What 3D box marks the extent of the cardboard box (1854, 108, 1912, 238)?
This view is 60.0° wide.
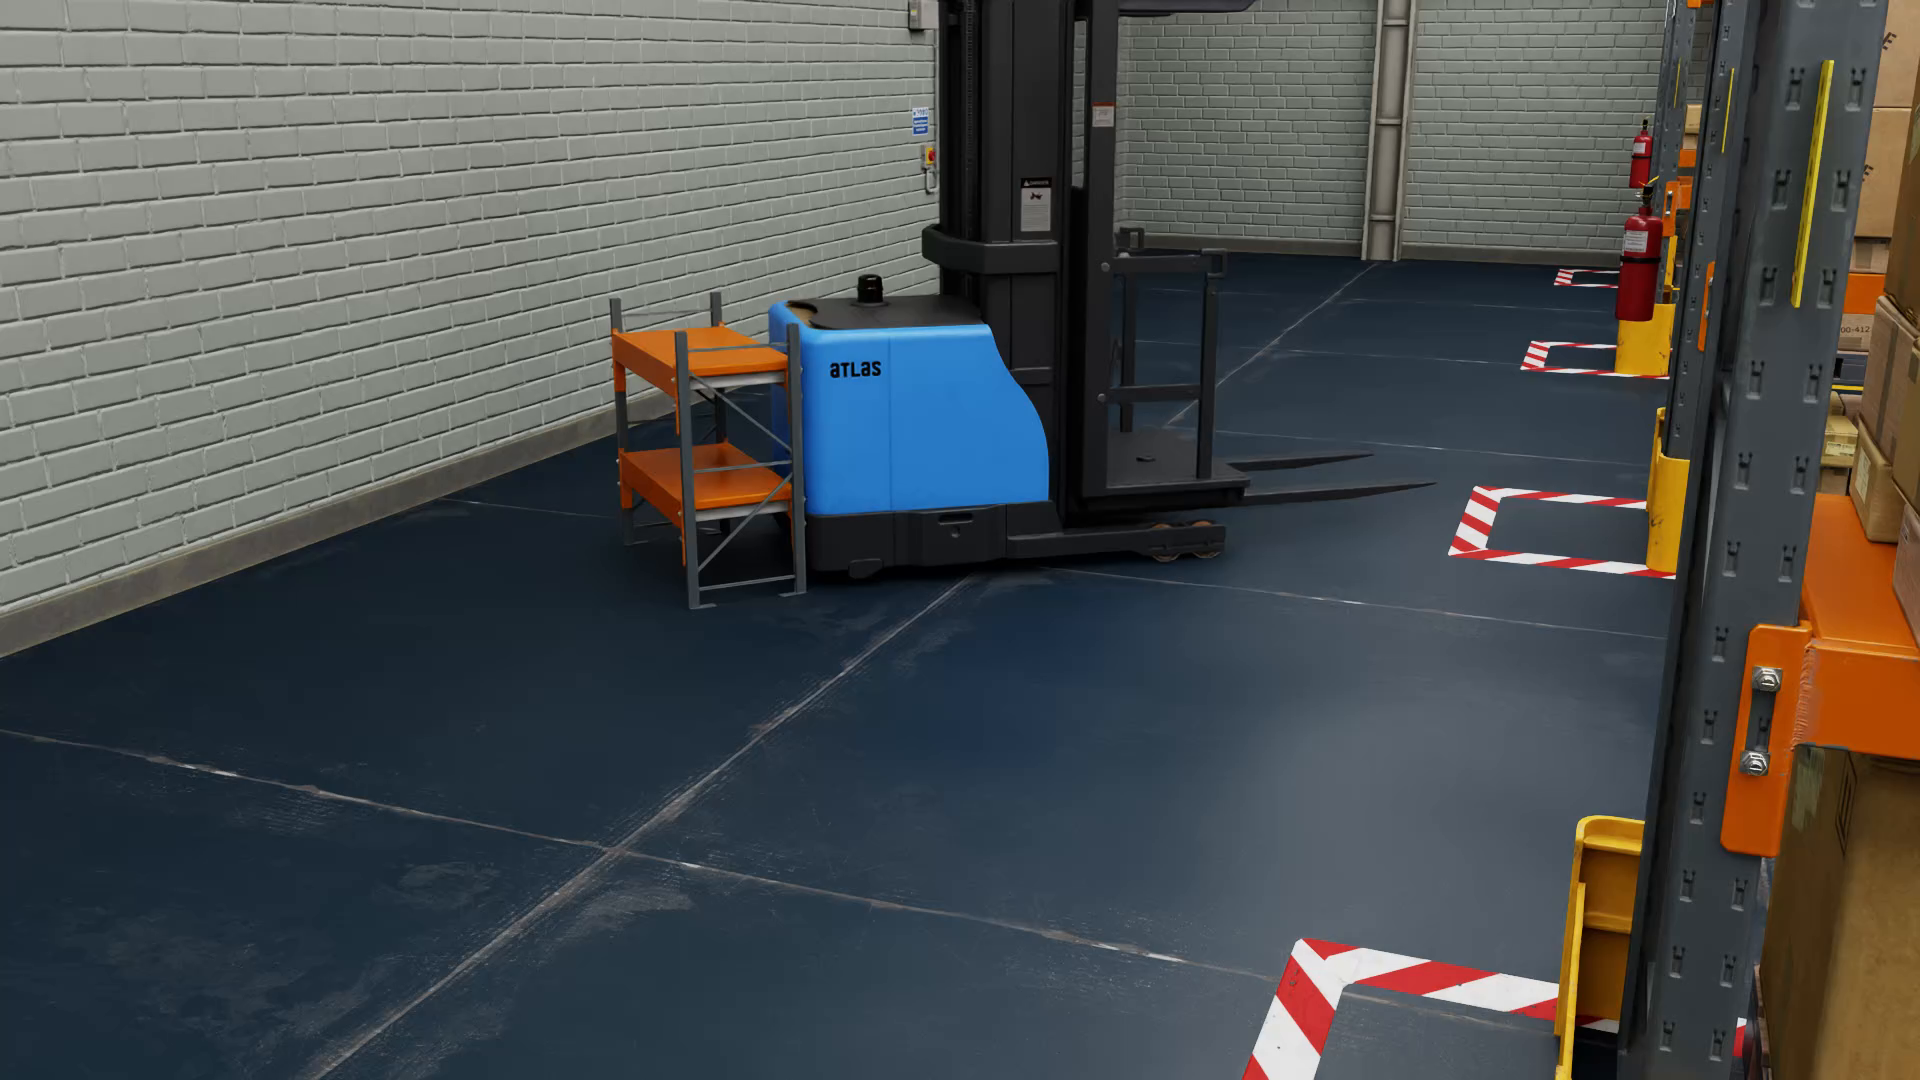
[{"bbox_3d":[3.599,-1.523,6.827,0.500,0.500,0.500,7,18,23],"label":"cardboard box"}]

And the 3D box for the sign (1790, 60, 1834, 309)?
[{"bbox_3d":[1.160,-0.484,2.266,0.005,0.325,0.100,6,17,21],"label":"sign"}]

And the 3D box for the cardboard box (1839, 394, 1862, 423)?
[{"bbox_3d":[4.081,-0.539,7.443,0.250,0.149,0.380,7,17,22],"label":"cardboard box"}]

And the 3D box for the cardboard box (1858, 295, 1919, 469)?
[{"bbox_3d":[1.917,-0.264,2.938,0.500,0.250,0.500,6,17,20],"label":"cardboard box"}]

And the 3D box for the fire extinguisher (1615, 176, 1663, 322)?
[{"bbox_3d":[3.218,-1.379,7.851,0.183,0.674,0.296,6,17,21],"label":"fire extinguisher"}]

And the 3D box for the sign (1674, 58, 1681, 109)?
[{"bbox_3d":[4.796,-3.054,11.120,0.005,0.325,0.100,6,17,21],"label":"sign"}]

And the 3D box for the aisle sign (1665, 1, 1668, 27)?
[{"bbox_3d":[6.652,-5.211,15.580,0.004,0.787,0.394,6,17,21],"label":"aisle sign"}]

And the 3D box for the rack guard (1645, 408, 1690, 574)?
[{"bbox_3d":[3.354,-0.242,7.609,0.348,0.500,1.175,6,17,21],"label":"rack guard"}]

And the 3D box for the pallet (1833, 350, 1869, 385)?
[{"bbox_3d":[5.778,-1.343,11.922,1.213,0.211,1.003,6,17,21],"label":"pallet"}]

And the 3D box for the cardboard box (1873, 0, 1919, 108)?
[{"bbox_3d":[3.603,-2.006,6.697,0.500,0.500,0.500,6,17,20],"label":"cardboard box"}]

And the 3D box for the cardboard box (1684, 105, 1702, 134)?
[{"bbox_3d":[7.146,-3.986,15.760,0.500,0.250,0.500,6,17,21],"label":"cardboard box"}]

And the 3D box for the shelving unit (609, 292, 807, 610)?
[{"bbox_3d":[-1.088,-0.418,7.097,0.538,1.125,1.048,-8,18,-24],"label":"shelving unit"}]

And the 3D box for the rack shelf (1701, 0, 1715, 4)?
[{"bbox_3d":[8.683,-4.922,15.158,4.000,0.370,1.077,6,17,21],"label":"rack shelf"}]

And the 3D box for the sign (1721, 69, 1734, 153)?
[{"bbox_3d":[3.084,-1.725,6.682,0.005,0.325,0.100,6,17,21],"label":"sign"}]

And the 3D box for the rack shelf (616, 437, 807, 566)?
[{"bbox_3d":[-1.088,-0.184,7.165,0.538,0.278,1.000,-8,18,-24],"label":"rack shelf"}]

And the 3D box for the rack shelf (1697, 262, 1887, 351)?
[{"bbox_3d":[5.143,-0.900,6.683,4.000,0.370,1.077,6,17,21],"label":"rack shelf"}]

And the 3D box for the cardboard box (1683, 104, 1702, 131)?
[{"bbox_3d":[7.348,-4.124,16.235,0.500,0.250,0.500,7,18,22],"label":"cardboard box"}]

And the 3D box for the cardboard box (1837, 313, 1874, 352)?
[{"bbox_3d":[6.510,-1.582,11.586,0.875,0.438,0.875,7,18,22],"label":"cardboard box"}]

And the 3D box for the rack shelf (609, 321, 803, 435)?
[{"bbox_3d":[-1.088,-0.699,7.016,0.538,0.278,1.000,-8,18,-24],"label":"rack shelf"}]

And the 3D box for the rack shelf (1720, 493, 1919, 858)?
[{"bbox_3d":[3.229,0.376,2.287,4.000,0.370,1.077,6,17,21],"label":"rack shelf"}]

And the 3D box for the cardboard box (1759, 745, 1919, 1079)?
[{"bbox_3d":[1.994,0.690,2.975,0.875,0.875,0.875,6,17,21],"label":"cardboard box"}]

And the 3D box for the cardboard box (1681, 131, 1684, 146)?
[{"bbox_3d":[7.230,-3.947,16.339,0.250,0.149,0.380,6,17,20],"label":"cardboard box"}]

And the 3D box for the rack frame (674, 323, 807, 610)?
[{"bbox_3d":[-0.870,-0.290,6.656,0.500,1.125,0.032,-8,18,-24],"label":"rack frame"}]

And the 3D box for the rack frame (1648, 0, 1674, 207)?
[{"bbox_3d":[6.823,-4.032,16.181,0.127,3.000,1.000,6,17,21],"label":"rack frame"}]

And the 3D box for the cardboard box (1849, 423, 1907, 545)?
[{"bbox_3d":[1.821,-0.102,3.096,0.250,0.149,0.380,7,17,22],"label":"cardboard box"}]

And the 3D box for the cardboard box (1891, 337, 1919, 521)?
[{"bbox_3d":[1.716,-0.125,2.461,0.500,0.250,0.500,6,17,19],"label":"cardboard box"}]

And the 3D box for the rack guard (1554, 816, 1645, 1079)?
[{"bbox_3d":[1.347,1.024,3.249,0.348,0.500,1.175,6,17,21],"label":"rack guard"}]

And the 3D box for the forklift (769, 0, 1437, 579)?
[{"bbox_3d":[0.691,-1.447,7.402,3.031,2.935,1.130,-4,17,-14],"label":"forklift"}]

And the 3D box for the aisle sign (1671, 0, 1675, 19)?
[{"bbox_3d":[5.052,-4.080,11.685,0.004,0.787,0.394,6,17,21],"label":"aisle sign"}]

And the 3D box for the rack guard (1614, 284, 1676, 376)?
[{"bbox_3d":[4.983,-1.546,12.102,0.348,0.500,1.175,6,17,21],"label":"rack guard"}]

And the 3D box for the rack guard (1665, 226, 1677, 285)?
[{"bbox_3d":[6.894,-2.823,16.503,0.348,0.500,1.175,6,17,21],"label":"rack guard"}]

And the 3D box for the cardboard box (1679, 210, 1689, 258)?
[{"bbox_3d":[7.357,-2.947,16.170,0.637,0.503,0.797,6,17,18],"label":"cardboard box"}]

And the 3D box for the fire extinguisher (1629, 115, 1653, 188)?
[{"bbox_3d":[6.516,-3.711,15.883,0.183,0.674,0.296,6,17,21],"label":"fire extinguisher"}]

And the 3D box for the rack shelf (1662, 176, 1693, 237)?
[{"bbox_3d":[6.866,-2.194,11.141,4.000,0.370,1.077,6,17,21],"label":"rack shelf"}]

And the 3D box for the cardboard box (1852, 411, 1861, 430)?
[{"bbox_3d":[3.946,-0.429,7.065,0.250,0.149,0.380,7,17,22],"label":"cardboard box"}]

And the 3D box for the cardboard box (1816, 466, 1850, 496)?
[{"bbox_3d":[3.676,-0.305,7.171,0.250,0.149,0.380,7,18,23],"label":"cardboard box"}]

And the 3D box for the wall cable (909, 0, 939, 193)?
[{"bbox_3d":[-0.249,-3.818,13.565,0.123,1.953,0.585,6,17,21],"label":"wall cable"}]

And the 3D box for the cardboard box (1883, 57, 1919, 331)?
[{"bbox_3d":[1.919,-0.623,2.830,0.500,0.500,0.500,7,17,21],"label":"cardboard box"}]

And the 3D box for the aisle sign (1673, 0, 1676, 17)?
[{"bbox_3d":[4.832,-3.925,11.149,0.004,0.787,0.394,6,17,21],"label":"aisle sign"}]

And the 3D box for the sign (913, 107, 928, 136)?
[{"bbox_3d":[-0.324,-3.438,13.652,0.001,0.218,0.327,6,17,21],"label":"sign"}]

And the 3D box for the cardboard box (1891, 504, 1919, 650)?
[{"bbox_3d":[1.578,0.069,2.507,0.250,0.149,0.380,6,17,21],"label":"cardboard box"}]

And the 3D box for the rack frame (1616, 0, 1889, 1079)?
[{"bbox_3d":[1.369,-0.174,2.892,0.127,3.000,1.000,6,17,21],"label":"rack frame"}]

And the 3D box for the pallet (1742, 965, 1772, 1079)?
[{"bbox_3d":[2.141,1.227,3.069,1.213,0.211,1.003,6,17,21],"label":"pallet"}]

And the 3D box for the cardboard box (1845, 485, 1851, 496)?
[{"bbox_3d":[3.926,-0.140,7.137,0.250,0.149,0.380,6,17,20],"label":"cardboard box"}]

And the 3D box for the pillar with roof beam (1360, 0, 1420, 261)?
[{"bbox_3d":[3.066,-6.306,13.254,0.400,9.000,9.100,6,17,21],"label":"pillar with roof beam"}]

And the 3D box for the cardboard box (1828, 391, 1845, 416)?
[{"bbox_3d":[3.868,-0.580,7.583,0.250,0.149,0.380,6,17,21],"label":"cardboard box"}]

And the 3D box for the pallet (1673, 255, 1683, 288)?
[{"bbox_3d":[7.636,-2.603,16.263,1.213,0.211,1.003,6,17,21],"label":"pallet"}]

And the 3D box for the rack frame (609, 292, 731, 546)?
[{"bbox_3d":[-1.306,-0.546,7.538,0.500,1.125,0.032,-8,18,-24],"label":"rack frame"}]

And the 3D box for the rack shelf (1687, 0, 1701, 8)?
[{"bbox_3d":[6.866,-3.634,10.722,4.000,0.370,1.077,6,17,21],"label":"rack shelf"}]

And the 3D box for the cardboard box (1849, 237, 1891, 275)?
[{"bbox_3d":[3.716,-1.196,6.863,0.250,0.149,0.380,7,18,23],"label":"cardboard box"}]

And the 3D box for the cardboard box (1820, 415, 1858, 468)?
[{"bbox_3d":[3.646,-0.426,7.055,0.250,0.149,0.380,5,17,18],"label":"cardboard box"}]

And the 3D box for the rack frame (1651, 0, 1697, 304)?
[{"bbox_3d":[5.005,-2.744,11.745,0.127,3.000,1.000,6,17,21],"label":"rack frame"}]

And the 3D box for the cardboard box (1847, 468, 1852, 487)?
[{"bbox_3d":[3.910,-0.262,7.024,0.250,0.149,0.380,6,17,20],"label":"cardboard box"}]

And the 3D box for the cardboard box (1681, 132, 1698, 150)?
[{"bbox_3d":[7.028,-3.806,15.855,0.250,0.149,0.380,6,17,20],"label":"cardboard box"}]

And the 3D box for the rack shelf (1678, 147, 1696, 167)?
[{"bbox_3d":[8.683,-3.482,15.576,4.000,0.370,1.077,6,17,21],"label":"rack shelf"}]

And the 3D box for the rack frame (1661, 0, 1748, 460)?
[{"bbox_3d":[3.283,-1.450,7.287,0.127,3.000,1.000,6,17,21],"label":"rack frame"}]
